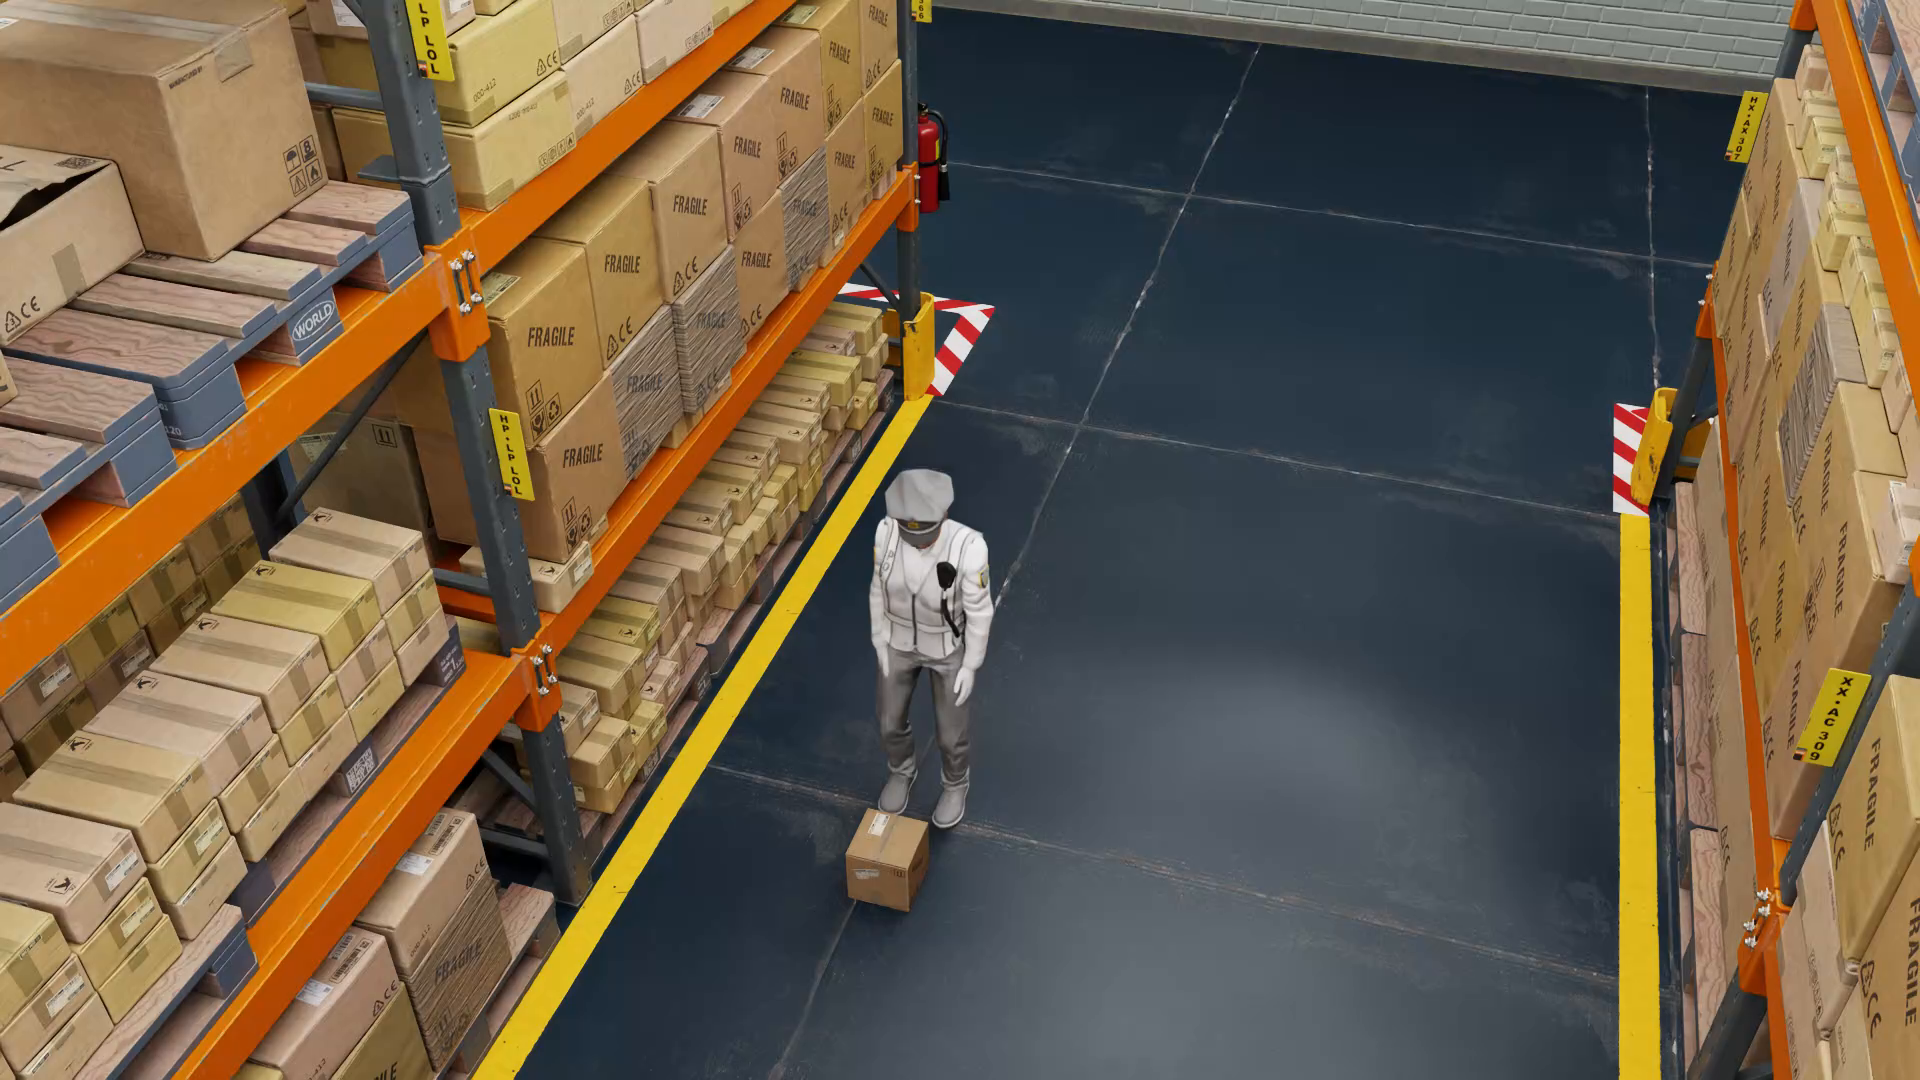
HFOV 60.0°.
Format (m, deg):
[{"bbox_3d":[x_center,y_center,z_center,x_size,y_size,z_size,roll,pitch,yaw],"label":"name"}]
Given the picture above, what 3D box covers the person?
[{"bbox_3d":[-0.116,0.427,6.353,0.488,1.649,0.396,12,39,15],"label":"person"}]
